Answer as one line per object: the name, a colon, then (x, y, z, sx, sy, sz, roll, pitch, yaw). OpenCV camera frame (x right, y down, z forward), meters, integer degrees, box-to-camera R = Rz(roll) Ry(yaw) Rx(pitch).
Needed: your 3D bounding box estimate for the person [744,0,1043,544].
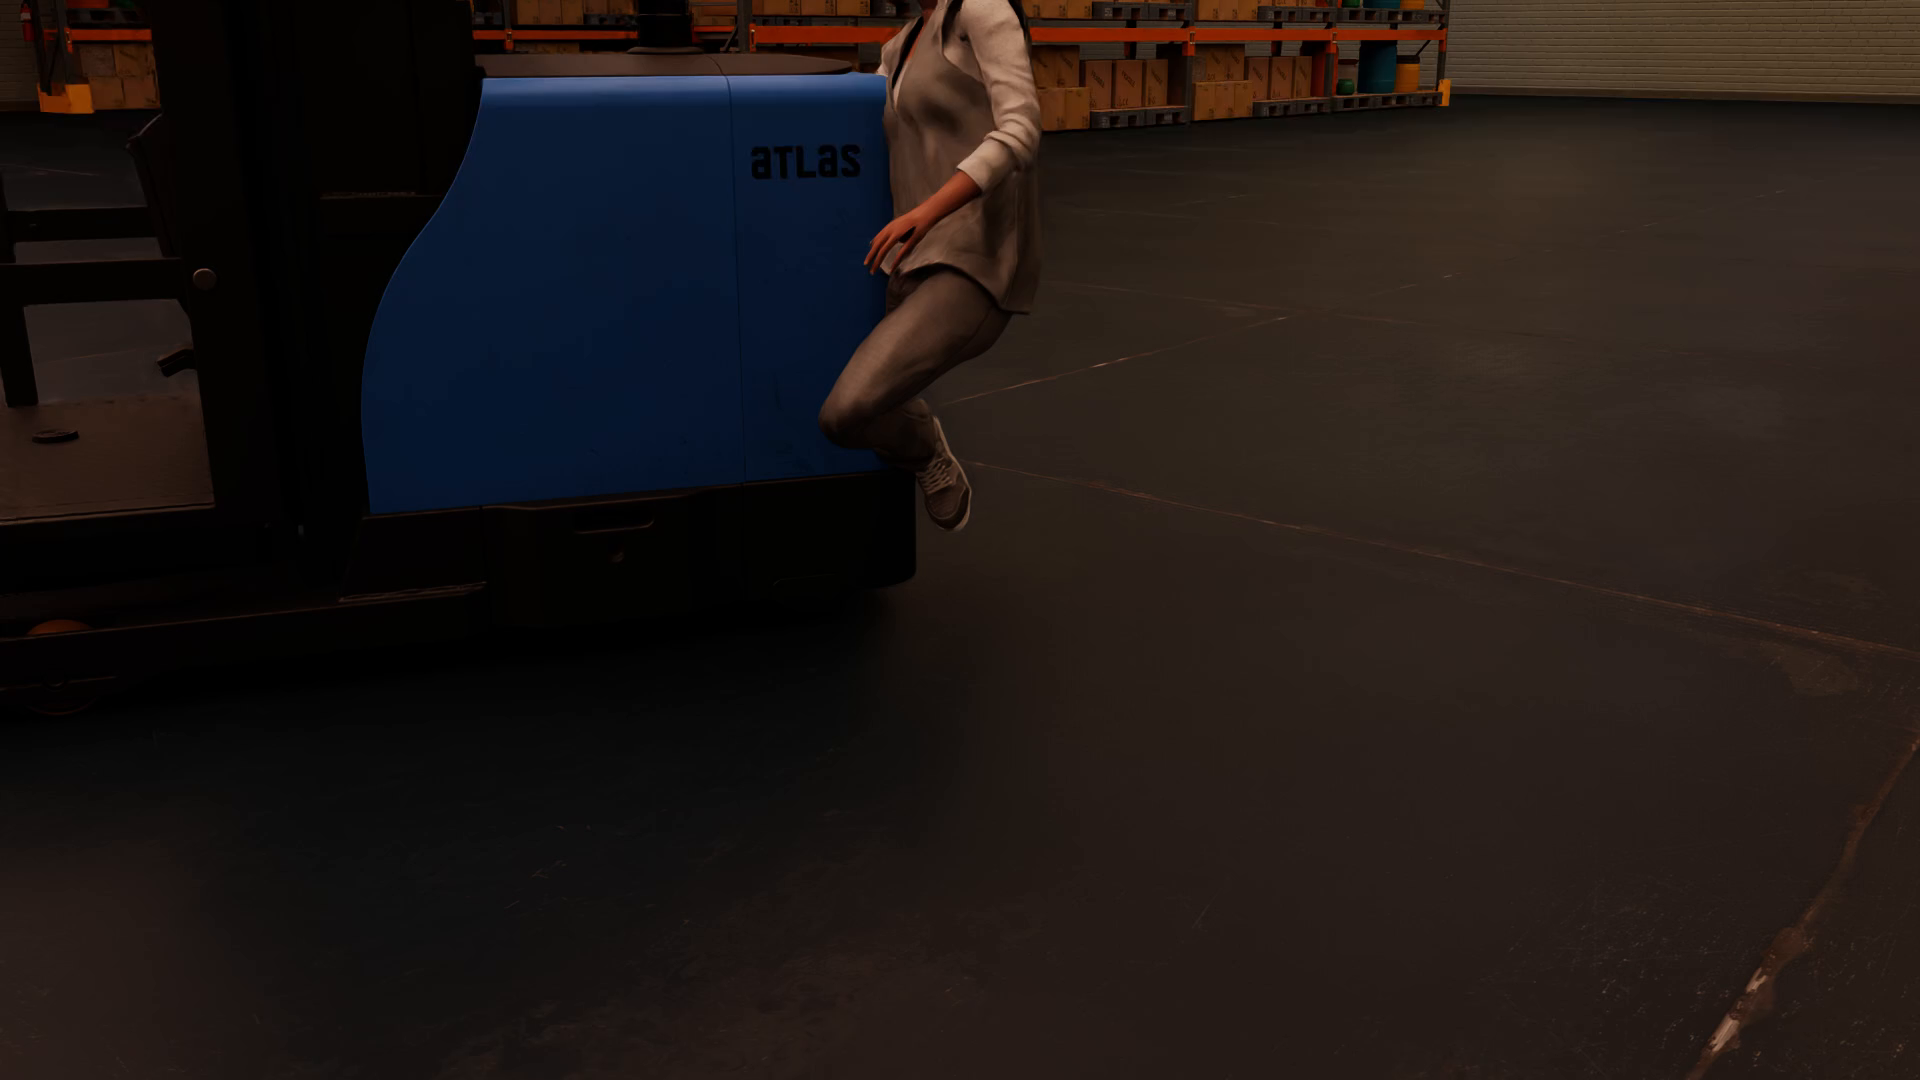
person: (-0.220, -0.530, 3.212, 0.662, 1.424, 0.694, -9, 19, -27)

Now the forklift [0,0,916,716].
forklift: (-1.666, -1.247, 3.004, 3.031, 2.935, 1.130, -6, 18, -18)
